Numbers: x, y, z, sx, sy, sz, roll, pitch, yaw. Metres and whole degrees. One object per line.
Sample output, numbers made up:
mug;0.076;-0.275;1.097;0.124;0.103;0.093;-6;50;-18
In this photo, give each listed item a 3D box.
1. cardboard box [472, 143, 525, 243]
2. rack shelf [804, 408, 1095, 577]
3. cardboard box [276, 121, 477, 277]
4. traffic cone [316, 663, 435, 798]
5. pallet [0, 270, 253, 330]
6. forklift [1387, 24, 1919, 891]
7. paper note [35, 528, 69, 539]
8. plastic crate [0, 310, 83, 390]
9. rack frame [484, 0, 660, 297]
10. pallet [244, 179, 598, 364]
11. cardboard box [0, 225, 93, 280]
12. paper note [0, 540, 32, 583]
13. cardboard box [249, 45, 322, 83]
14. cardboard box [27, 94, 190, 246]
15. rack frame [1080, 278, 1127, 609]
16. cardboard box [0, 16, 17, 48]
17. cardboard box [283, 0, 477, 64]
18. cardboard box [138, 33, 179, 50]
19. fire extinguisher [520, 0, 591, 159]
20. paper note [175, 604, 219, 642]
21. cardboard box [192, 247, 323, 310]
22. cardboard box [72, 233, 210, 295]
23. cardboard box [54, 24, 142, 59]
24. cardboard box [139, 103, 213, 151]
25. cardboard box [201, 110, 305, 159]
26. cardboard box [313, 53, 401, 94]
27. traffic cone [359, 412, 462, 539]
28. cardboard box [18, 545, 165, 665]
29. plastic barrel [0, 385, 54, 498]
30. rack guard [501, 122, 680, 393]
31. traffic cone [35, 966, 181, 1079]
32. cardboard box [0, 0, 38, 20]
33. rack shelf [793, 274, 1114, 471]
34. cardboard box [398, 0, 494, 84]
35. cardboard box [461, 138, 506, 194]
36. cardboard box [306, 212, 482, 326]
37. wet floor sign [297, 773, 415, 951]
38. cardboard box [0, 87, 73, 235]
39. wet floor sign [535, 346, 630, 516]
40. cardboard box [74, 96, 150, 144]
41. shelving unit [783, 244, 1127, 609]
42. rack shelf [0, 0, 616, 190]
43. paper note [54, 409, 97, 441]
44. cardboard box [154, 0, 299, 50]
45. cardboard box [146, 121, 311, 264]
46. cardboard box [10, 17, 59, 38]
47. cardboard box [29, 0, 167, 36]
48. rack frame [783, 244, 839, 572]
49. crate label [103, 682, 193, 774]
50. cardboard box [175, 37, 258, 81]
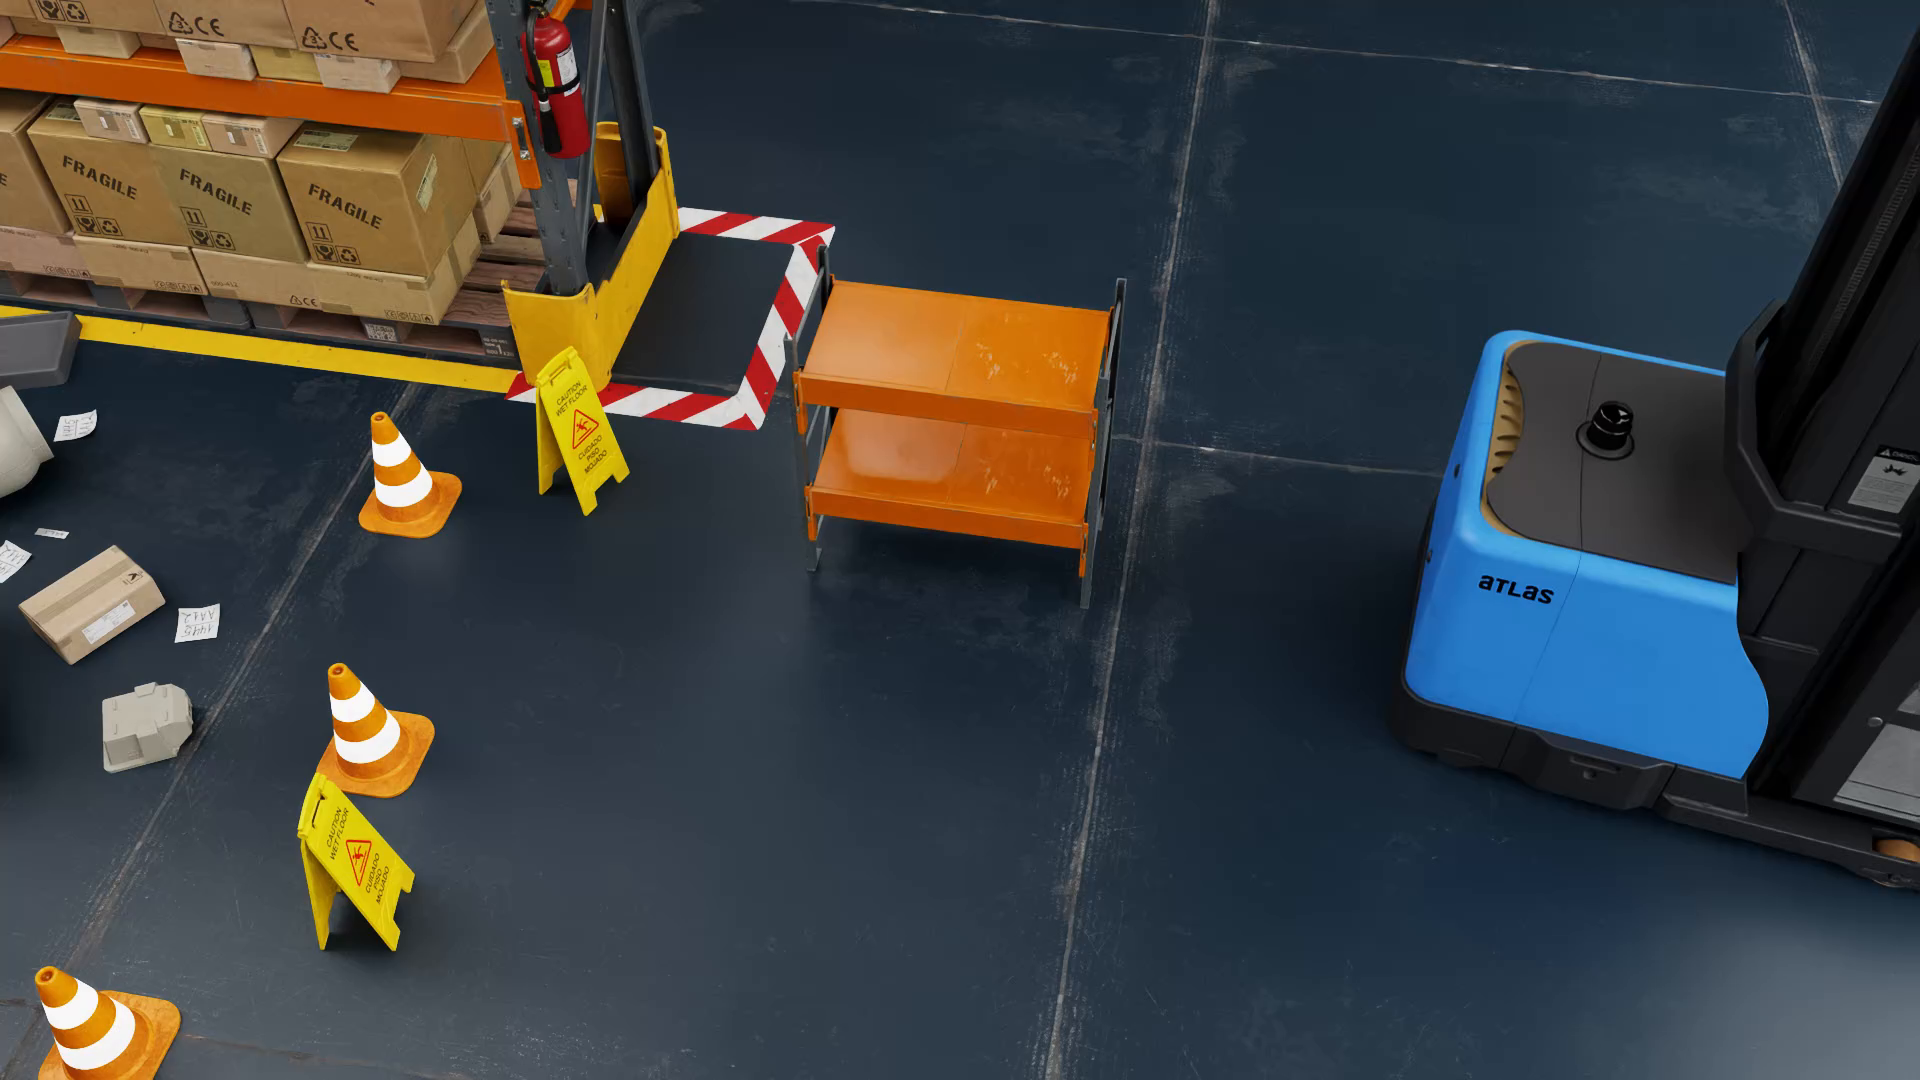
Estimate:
cardboard box;-2.195;-1.559;7.201;0.500;0.250;0.500;7;48;7
rack shelf;-0.007;-0.213;6.014;1.000;0.278;0.538;8;49;7
cardboard box;-2.286;-1.416;6.568;0.500;0.500;0.500;8;49;7
traffic cone;-1.966;0.564;5.432;0.334;0.463;0.336;8;49;7
pallet;-3.516;-1.403;7.369;1.213;0.211;1.003;8;49;7
forklift;3.014;-0.284;4.535;3.031;2.935;1.130;14;50;12
paper note;-3.422;-0.025;6.266;0.123;0.001;0.032;8;49;7
plastic crate;-3.988;-0.774;6.892;0.583;0.080;0.402;-7;48;-7
rack frame;-1.451;-2.029;6.057;0.127;3.000;1.000;8;49;7
pallet;-2.319;-1.240;7.223;1.213;0.211;1.003;8;49;7
cardboard box;-3.805;-1.373;7.034;0.500;0.250;0.500;7;48;6
paper note;-3.544;0.077;6.168;0.142;0.019;0.148;23;52;20
cardboard box;-2.374;-1.840;6.055;0.250;0.149;0.380;7;48;6
cardboard box;-3.295;-1.555;6.692;0.500;0.500;0.500;7;48;6
rack frame;0.494;-0.310;5.772;0.032;1.125;0.500;8;49;7
cardboard box;-3.624;-2.009;6.207;0.250;0.149;0.380;7;48;7
cardboard box;-2.034;-2.032;5.792;0.500;0.500;0.500;7;48;6
cardboard box;-2.860;-1.989;6.189;0.250;0.149;0.380;8;49;7
fire extinguisher;-1.420;-1.651;5.769;0.183;0.674;0.296;8;49;7
paper note;-2.735;0.295;5.964;0.142;0.019;0.148;-7;48;-7
cardboard box;-2.802;-1.235;6.909;0.500;0.250;0.500;8;49;7
cardboard box;-3.318;-1.300;6.968;0.500;0.250;0.500;6;48;5
cardboard box;-3.128;-1.956;6.160;0.250;0.149;0.380;7;48;6
cardboard box;-2.906;-1.668;6.358;0.250;0.149;0.380;8;49;7
cardboard box;-2.659;-1.632;6.326;0.250;0.149;0.380;9;49;8
cardboard box;-2.126;-1.790;6.011;0.250;0.149;0.380;7;48;6
traffic cone;-2.103;-0.294;6.203;0.334;0.463;0.336;8;49;7
cardboard box;-3.099;0.229;5.944;0.250;0.149;0.380;32;56;26
plastic barrel;-3.753;-0.333;6.265;0.512;0.421;0.421;-32;55;-25
rack guard;-1.526;-1.204;6.995;0.348;0.500;1.175;8;49;7
traffic cone;-2.502;1.346;4.730;0.334;0.463;0.336;8;49;7
cardboard box;-3.513;-2.251;5.989;0.500;0.500;0.500;8;49;7
rack shelf;-0.007;-0.572;5.615;1.000;0.278;0.538;8;49;7
cardboard box;-1.857;-1.838;6.054;0.250;0.149;0.380;9;49;8
cardboard box;-2.219;-1.813;6.924;0.500;0.500;0.500;6;48;6
cardboard box;-2.318;-1.164;6.845;0.500;0.250;0.500;7;48;7
wet floor sign;-1.851;0.949;4.963;0.232;0.644;0.267;0;48;0
cardboard box;-3.816;-1.622;6.753;0.500;0.500;0.500;10;49;9
wet floor sign;-1.454;-0.434;6.206;0.232;0.644;0.267;23;52;20
cardboard box;-3.165;-1.704;6.391;0.250;0.149;0.380;10;49;8
shelving unit;-0.007;-0.377;5.832;1.048;1.125;0.538;8;49;7
rack shelf;-3.419;-2.053;6.562;4.000;0.370;1.077;8;49;7
paper note;-3.533;-0.459;6.642;0.148;0.019;0.142;-7;48;-7
cardboard box;-2.526;-2.102;5.855;0.500;0.500;0.500;8;49;7
cardboard box;-2.800;-1.483;6.628;0.500;0.500;0.500;9;49;8
cardboard box;-3.358;-2.054;6.248;0.250;0.149;0.380;8;49;7
cardboard box;-3.018;-2.170;5.916;0.500;0.500;0.500;7;48;7
rack frame;-0.507;-0.444;5.893;0.032;1.125;0.500;8;49;7
crate label;-2.751;0.614;5.606;0.298;0.136;0.250;-15;50;-13
cardboard box;-2.633;-1.852;6.066;0.250;0.149;0.380;8;49;8
